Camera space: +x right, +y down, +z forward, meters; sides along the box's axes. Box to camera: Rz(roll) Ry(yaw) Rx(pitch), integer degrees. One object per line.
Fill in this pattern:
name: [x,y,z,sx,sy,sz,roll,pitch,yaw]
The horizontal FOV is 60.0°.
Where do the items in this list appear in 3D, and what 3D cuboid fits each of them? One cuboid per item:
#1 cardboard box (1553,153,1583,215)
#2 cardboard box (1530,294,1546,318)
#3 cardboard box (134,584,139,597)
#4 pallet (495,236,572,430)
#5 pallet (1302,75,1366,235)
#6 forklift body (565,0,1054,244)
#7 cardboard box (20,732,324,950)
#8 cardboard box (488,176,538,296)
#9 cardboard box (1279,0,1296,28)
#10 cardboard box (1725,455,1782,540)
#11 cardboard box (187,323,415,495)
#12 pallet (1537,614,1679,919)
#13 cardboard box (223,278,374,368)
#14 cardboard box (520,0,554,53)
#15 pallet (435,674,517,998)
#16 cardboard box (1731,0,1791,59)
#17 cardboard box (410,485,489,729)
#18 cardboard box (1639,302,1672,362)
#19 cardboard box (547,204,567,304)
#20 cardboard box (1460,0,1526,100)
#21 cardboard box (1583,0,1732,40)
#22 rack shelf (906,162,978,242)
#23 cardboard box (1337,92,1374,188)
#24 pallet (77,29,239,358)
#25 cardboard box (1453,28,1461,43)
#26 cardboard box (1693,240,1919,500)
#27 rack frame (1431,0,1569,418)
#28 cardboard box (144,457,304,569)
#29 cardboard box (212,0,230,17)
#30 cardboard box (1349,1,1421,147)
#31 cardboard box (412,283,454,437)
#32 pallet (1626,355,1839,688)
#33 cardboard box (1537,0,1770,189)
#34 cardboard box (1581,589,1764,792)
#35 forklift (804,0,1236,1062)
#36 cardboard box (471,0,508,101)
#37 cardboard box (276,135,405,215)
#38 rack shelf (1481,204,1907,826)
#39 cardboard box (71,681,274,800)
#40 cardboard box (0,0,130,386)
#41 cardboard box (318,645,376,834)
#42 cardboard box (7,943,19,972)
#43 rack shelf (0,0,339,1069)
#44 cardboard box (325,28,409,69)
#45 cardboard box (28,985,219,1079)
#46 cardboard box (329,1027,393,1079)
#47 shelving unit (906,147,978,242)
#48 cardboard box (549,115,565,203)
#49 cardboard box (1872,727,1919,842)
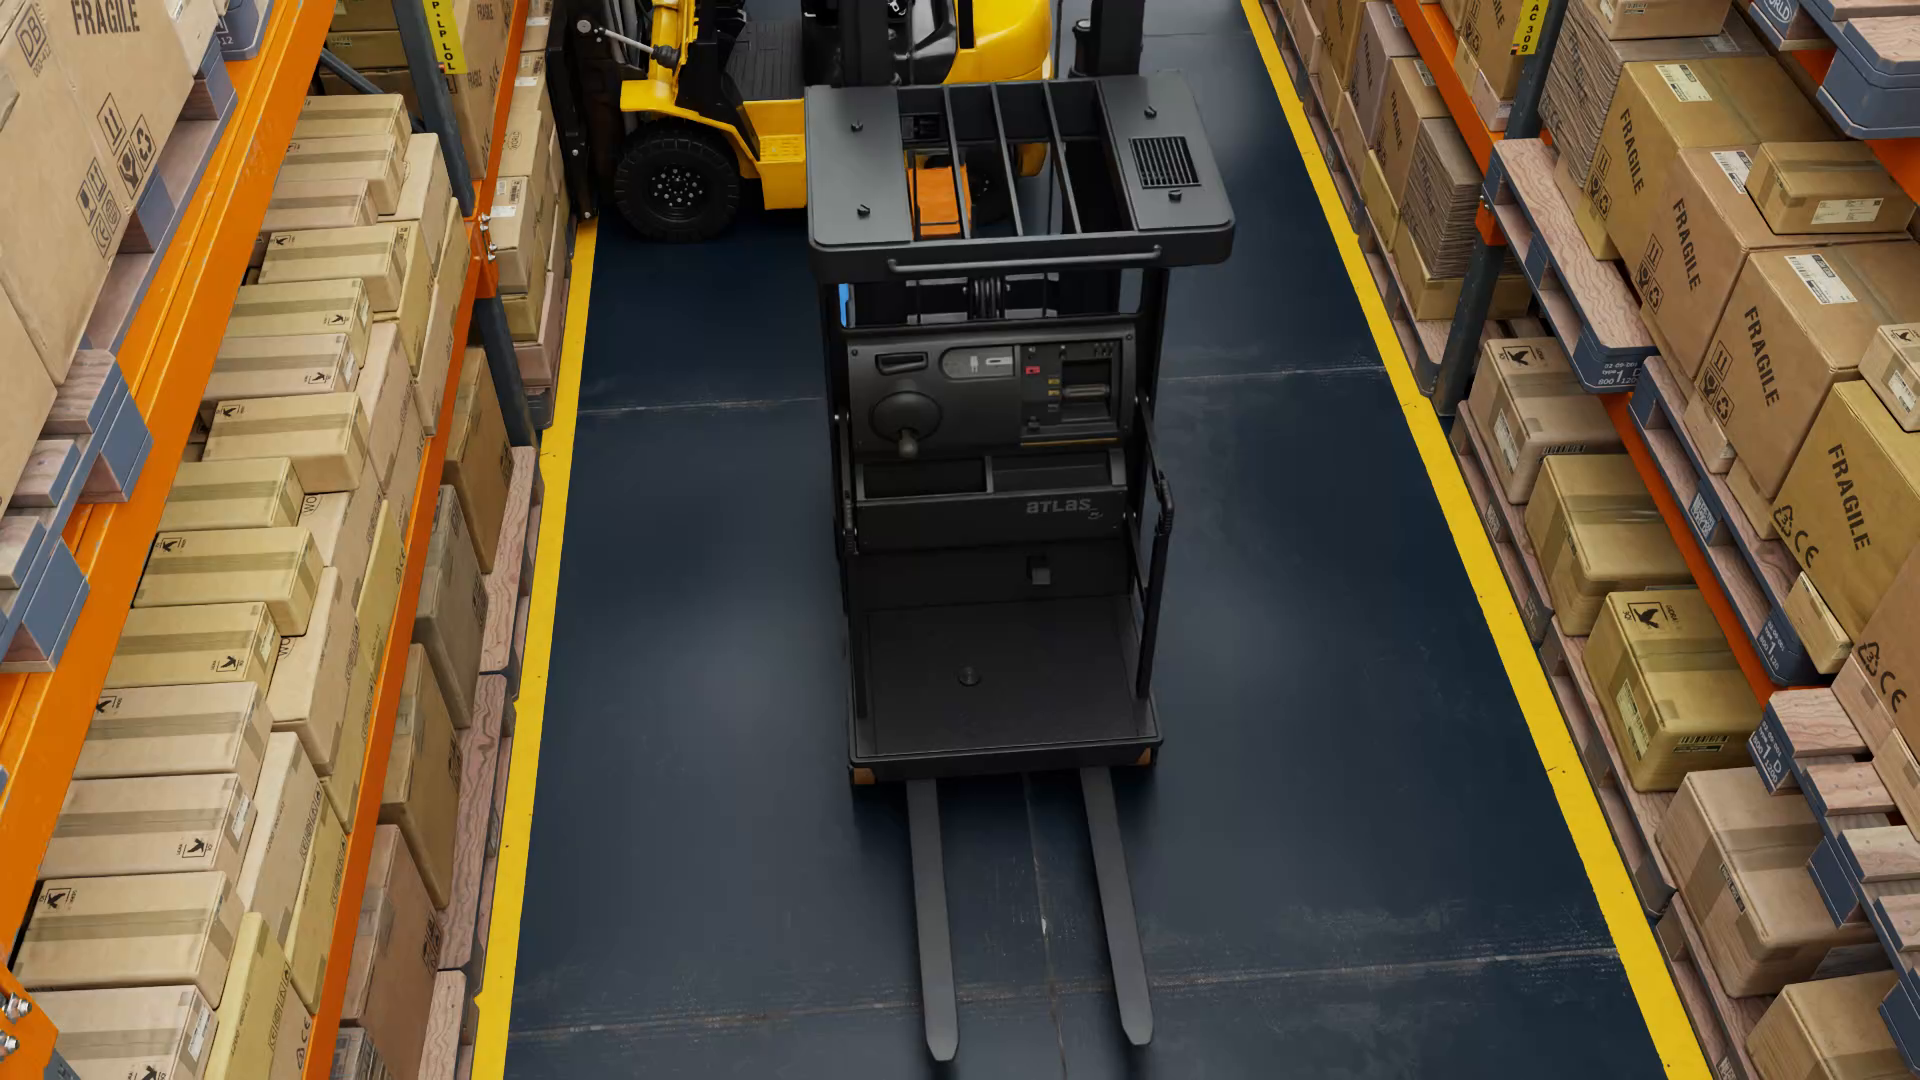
cardboard box: [2.353,-1.288,5.924,0.380,0.149,0.250,-3,47,-3]
cardboard box: [2.841,-1.292,7.648,0.500,0.250,0.500,-5,47,-5]
cardboard box: [-2.422,0.024,4.557,0.500,0.250,0.500,-4,47,-4]
pallet: [-2.349,-0.964,7.654,1.003,0.211,1.213,-3,47,-3]
pallet: [2.425,-2.059,8.691,1.003,0.211,1.213,-3,47,-3]
forklift body: [-0.682,-2.686,7.949,2.313,2.155,1.214,-3,47,-3]
cardboard box: [-1.824,0.730,3.888,0.500,0.250,0.500,-2,47,-2]
cardboard box: [-2.052,-1.257,6.927,0.500,0.250,0.500,-4,47,-4]
cardboard box: [2.079,-3.142,9.401,0.500,0.250,0.500,-4,47,-4]
cardboard box: [2.486,-0.152,4.849,0.380,0.149,0.250,-5,47,-5]
cardboard box: [-1.941,-0.384,4.943,0.500,0.250,0.500,-3,47,-3]
pallet: [2.794,0.757,6.024,1.003,0.211,1.213,-3,47,-3]
cardboard box: [-1.953,-0.627,4.899,0.380,0.149,0.250,-4,47,-4]
cardboard box: [-2.174,-2.367,7.978,0.500,0.250,0.500,-4,47,-4]
pallet: [-2.119,1.029,5.766,1.003,0.211,1.213,-3,47,-3]
cardboard box: [2.889,-1.610,5.783,0.500,0.500,0.500,-4,47,-4]
cardboard box: [-2.212,0.266,5.915,0.875,0.625,0.625,-4,47,-4]
cardboard box: [2.445,-0.718,5.384,0.380,0.149,0.250,-3,47,-3]
cardboard box: [-2.093,-1.281,7.638,0.500,0.250,0.500,-4,47,-4]
cardboard box: [2.337,-2.092,6.529,0.500,0.500,0.500,-5,47,-4]
cardboard box: [2.309,-1.792,5.508,0.380,0.149,0.250,-4,47,-3]
rack shelf: [-0.078,-1.339,6.787,0.258,0.148,0.480,-4,47,-3]
cardboard box: [2.212,-2.013,8.331,0.500,0.250,0.500,-3,47,-3]
pallet: [-2.232,-0.712,3.559,1.003,0.211,1.213,-2,47,-1]
cardboard box: [2.319,-2.151,7.030,0.380,0.149,0.250,-3,47,-3]
cardboard box: [2.499,-0.482,4.714,0.500,0.500,0.500,-5,47,-5]
rack frame: [2.622,-1.649,6.383,1.000,3.000,0.127,-3,47,-3]
cardboard box: [-1.959,-0.072,4.374,0.380,0.149,0.250,-3,47,-3]
cardboard box: [-1.957,-1.460,3.841,0.500,0.311,0.500,-5,47,-5]
cardboard box: [2.216,-2.255,8.044,0.500,0.500,0.500,-1,47,-1]
cardboard box: [-1.974,-0.581,5.474,0.500,0.250,0.500,-4,47,-4]
pallet: [2.750,-0.119,5.066,1.003,0.211,1.213,-3,47,-3]
cardboard box: [2.375,-1.574,5.748,0.500,0.500,0.500,-2,47,-2]
cardboard box: [2.792,0.512,5.856,0.950,0.372,0.625,-2,47,-2]
forklift: [0.126,-0.380,5.228,1.130,2.935,3.031,-4,47,-3]
cardboard box: [-2.161,-2.092,6.733,0.500,0.500,0.500,-3,47,-3]
cardboard box: [-2.035,-1.183,5.425,0.380,0.149,0.250,-4,47,-4]
rack shelf: [2.789,0.045,5.273,1.077,0.370,4.000,-3,47,-3]
cardboard box: [-1.828,0.477,3.853,0.380,0.149,0.250,-3,47,-3]
cardboard box: [-1.949,-0.593,2.890,0.700,0.500,0.500,-4,47,-4]
cardboard box: [-1.870,0.528,4.424,0.500,0.250,0.500,-5,47,-5]
cardboard box: [-2.304,1.121,3.518,0.500,0.250,0.500,-3,47,-2]
rack shelf: [-2.157,-0.682,3.896,1.077,0.370,4.000,-3,47,-3]
cardboard box: [-2.089,-1.849,6.056,0.380,0.149,0.250,-4,47,-4]
cardboard box: [-1.723,1.043,3.317,0.380,0.149,0.250,-2,47,-2]
cardboard box: [-2.028,1.769,4.491,0.875,0.625,0.625,-2,47,-2]
shelving unit: [-0.078,-1.069,7.073,0.258,1.200,0.503,-4,47,-3]
cardboard box: [-2.132,-1.813,7.798,0.500,0.250,0.500,-4,47,-4]
cardboard box: [2.534,0.595,4.141,0.380,0.149,0.250,-4,47,-4]
